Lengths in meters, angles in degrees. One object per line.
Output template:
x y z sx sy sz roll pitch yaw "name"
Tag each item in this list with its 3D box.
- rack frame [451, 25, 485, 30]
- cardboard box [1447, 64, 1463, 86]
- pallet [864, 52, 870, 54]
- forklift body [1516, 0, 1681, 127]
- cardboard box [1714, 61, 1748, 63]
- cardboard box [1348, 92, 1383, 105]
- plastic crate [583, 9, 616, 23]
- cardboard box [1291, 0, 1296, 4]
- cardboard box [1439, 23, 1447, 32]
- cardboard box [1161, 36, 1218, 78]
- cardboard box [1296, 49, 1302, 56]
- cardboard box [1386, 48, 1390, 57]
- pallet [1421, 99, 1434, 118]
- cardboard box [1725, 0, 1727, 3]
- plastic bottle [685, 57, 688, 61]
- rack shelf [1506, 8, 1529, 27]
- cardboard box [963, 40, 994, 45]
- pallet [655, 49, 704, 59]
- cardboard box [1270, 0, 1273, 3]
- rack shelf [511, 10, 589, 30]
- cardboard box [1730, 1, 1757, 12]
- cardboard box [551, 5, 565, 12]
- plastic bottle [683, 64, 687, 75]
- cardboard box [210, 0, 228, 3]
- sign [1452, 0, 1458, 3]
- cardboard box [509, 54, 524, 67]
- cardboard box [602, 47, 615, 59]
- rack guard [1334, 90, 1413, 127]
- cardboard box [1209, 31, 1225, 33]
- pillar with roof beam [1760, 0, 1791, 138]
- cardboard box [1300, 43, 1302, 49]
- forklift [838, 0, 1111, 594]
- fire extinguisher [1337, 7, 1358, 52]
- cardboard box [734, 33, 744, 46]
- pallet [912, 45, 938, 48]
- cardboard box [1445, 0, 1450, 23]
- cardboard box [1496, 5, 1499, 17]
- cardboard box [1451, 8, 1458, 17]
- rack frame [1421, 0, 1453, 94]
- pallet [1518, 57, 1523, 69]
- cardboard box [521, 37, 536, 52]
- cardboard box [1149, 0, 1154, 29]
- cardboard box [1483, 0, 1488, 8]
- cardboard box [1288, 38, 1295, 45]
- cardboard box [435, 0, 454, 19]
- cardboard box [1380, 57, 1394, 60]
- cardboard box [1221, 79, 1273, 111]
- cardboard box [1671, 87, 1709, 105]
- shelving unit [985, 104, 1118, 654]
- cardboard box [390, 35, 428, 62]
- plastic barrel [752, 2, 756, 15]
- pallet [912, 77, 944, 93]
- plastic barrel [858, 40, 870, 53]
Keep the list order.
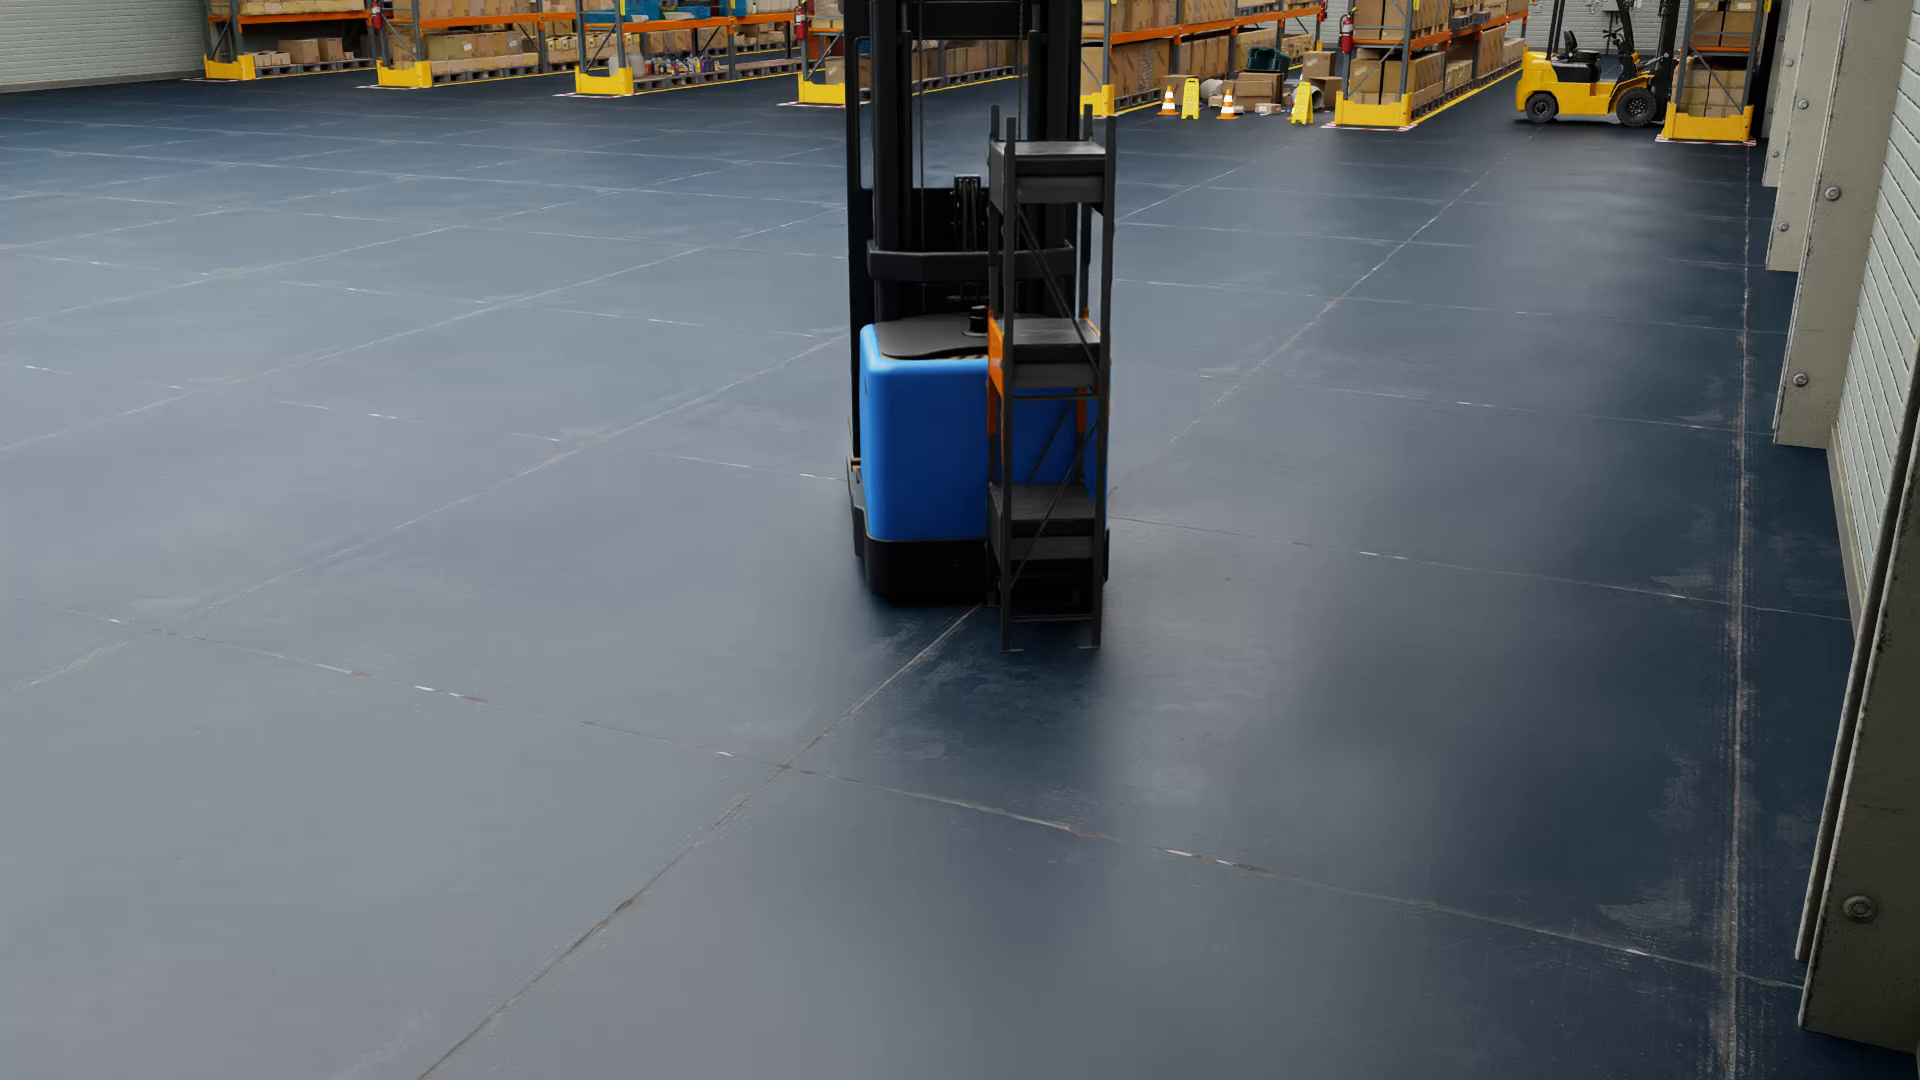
-12.706 -13.944 42.701 1.000 3.000 0.127 9 21 23 "rack frame"
9.041 -8.876 31.745 0.950 0.372 0.625 9 22 24 "cardboard box"
-2.384 -12.263 42.137 1.003 0.211 1.213 9 21 23 "pallet"
10.258 -7.850 26.832 2.313 2.155 1.214 9 21 23 "forklift body"
12.346 -7.529 26.648 0.500 0.250 0.500 9 21 23 "cardboard box"
6.711 -7.293 27.477 0.500 0.250 0.500 8 21 22 "cardboard box"
-7.012 -10.263 32.572 0.499 0.251 0.616 9 21 23 "plastic crate"
7.601 -12.873 39.095 0.500 0.500 0.500 9 21 23 "cardboard box"
8.305 -8.987 29.137 0.380 0.149 0.250 9 22 24 "cardboard box"
4.648 -9.890 34.032 1.050 0.750 0.750 9 21 24 "cardboard box"
8.119 -11.898 40.576 0.380 0.149 0.250 9 21 24 "cardboard box"
7.011 -8.220 27.995 0.380 0.149 0.250 10 22 25 "cardboard box"
7.513 -7.424 28.530 1.003 0.211 1.213 9 21 23 "pallet"
12.721 -9.130 28.048 0.380 0.149 0.250 9 22 25 "cardboard box"
-5.846 -10.135 35.388 0.061 0.283 0.133 9 21 23 "plastic bottle"
12.349 -12.040 38.422 1.077 0.370 4.000 9 21 23 "rack shelf"
0.396 -10.915 36.140 0.500 0.250 0.500 11 22 29 "cardboard box"
-7.344 -12.546 42.932 1.003 0.211 1.213 9 21 23 "pallet"
6.885 -12.268 37.736 0.380 0.149 0.250 9 21 23 "cardboard box"
-9.004 -12.315 39.194 1.077 0.370 4.000 9 21 23 "rack shelf"
11.522 -7.841 24.421 0.380 0.149 0.250 8 21 21 "cardboard box"
-9.274 -12.167 38.079 0.380 0.149 0.250 9 21 23 "cardboard box"
-5.695 -9.705 34.301 0.097 0.201 0.097 0 20 0 "plastic bottle"
-15.983 -11.964 36.207 0.500 0.500 0.500 8 21 22 "cardboard box"
8.752 -9.658 29.358 0.100 0.325 0.005 9 21 23 "sign"
-10.027 -10.622 36.836 0.500 0.250 0.500 9 21 23 "cardboard box"
-8.595 -11.662 39.761 0.500 0.250 0.500 9 22 24 "cardboard box"
6.647 -6.945 26.752 1.175 0.500 0.348 9 21 23 "rack guard"
5.572 -10.968 36.317 0.500 0.250 0.500 9 21 23 "cardboard box"
8.326 -10.926 25.262 9.100 9.000 0.400 9 21 23 "pillar with roof beam"
8.121 -12.038 40.527 0.380 0.149 0.250 10 22 25 "cardboard box"
-0.013 -1.601 8.097 1.130 2.935 3.031 -2 20 -5 "forklift"
6.149 -8.091 26.360 0.296 0.674 0.183 9 21 23 "fire extinguisher"
-6.178 -13.527 44.885 0.500 0.311 0.500 9 21 23 "cardboard box"
-1.266 -13.098 44.483 1.003 0.211 1.213 9 21 23 "pallet"
8.299 -9.340 29.161 0.500 0.500 0.500 8 21 21 "cardboard box"
11.143 -11.218 35.261 0.500 0.250 0.500 8 21 21 "cardboard box"
8.769 -9.528 30.031 0.380 0.149 0.250 9 21 23 "cardboard box"
8.254 -9.322 29.706 1.000 3.000 0.127 9 21 23 "rack frame"
12.912 -11.422 39.770 1.003 0.211 1.213 9 21 23 "pallet"
-9.919 -11.372 38.110 0.500 0.311 0.500 9 21 23 "cardboard box"
3.023 -9.607 30.281 0.875 0.550 0.550 9 21 23 "cardboard box"
10.325 -10.831 33.426 0.500 0.250 0.500 8 21 22 "cardboard box"
7.793 -11.938 39.800 0.380 0.149 0.250 9 21 24 "cardboard box"
-11.048 -11.169 34.749 0.700 0.500 0.500 9 22 24 "cardboard box"
6.917 -7.796 27.771 0.500 0.500 0.500 9 22 25 "cardboard box"
5.026 -7.808 29.172 0.797 0.503 0.637 -5 20 -15 "cardboard box"
11.060 -6.749 25.201 0.500 0.250 0.500 8 21 22 "cardboard box"
0.342 -0.622 6.584 0.431 2.100 0.503 -2 20 -5 "shelving unit"
-11.513 -10.280 34.757 0.500 0.500 0.500 9 21 23 "cardboard box"
-4.624 -11.680 36.542 0.301 0.262 0.301 0 20 0 "plastic barrel"
-1.030 -9.158 33.405 1.003 0.211 1.213 9 21 23 "pallet"
-2.558 -12.636 41.528 0.600 0.901 0.708 9 21 23 "plastic barrel"
